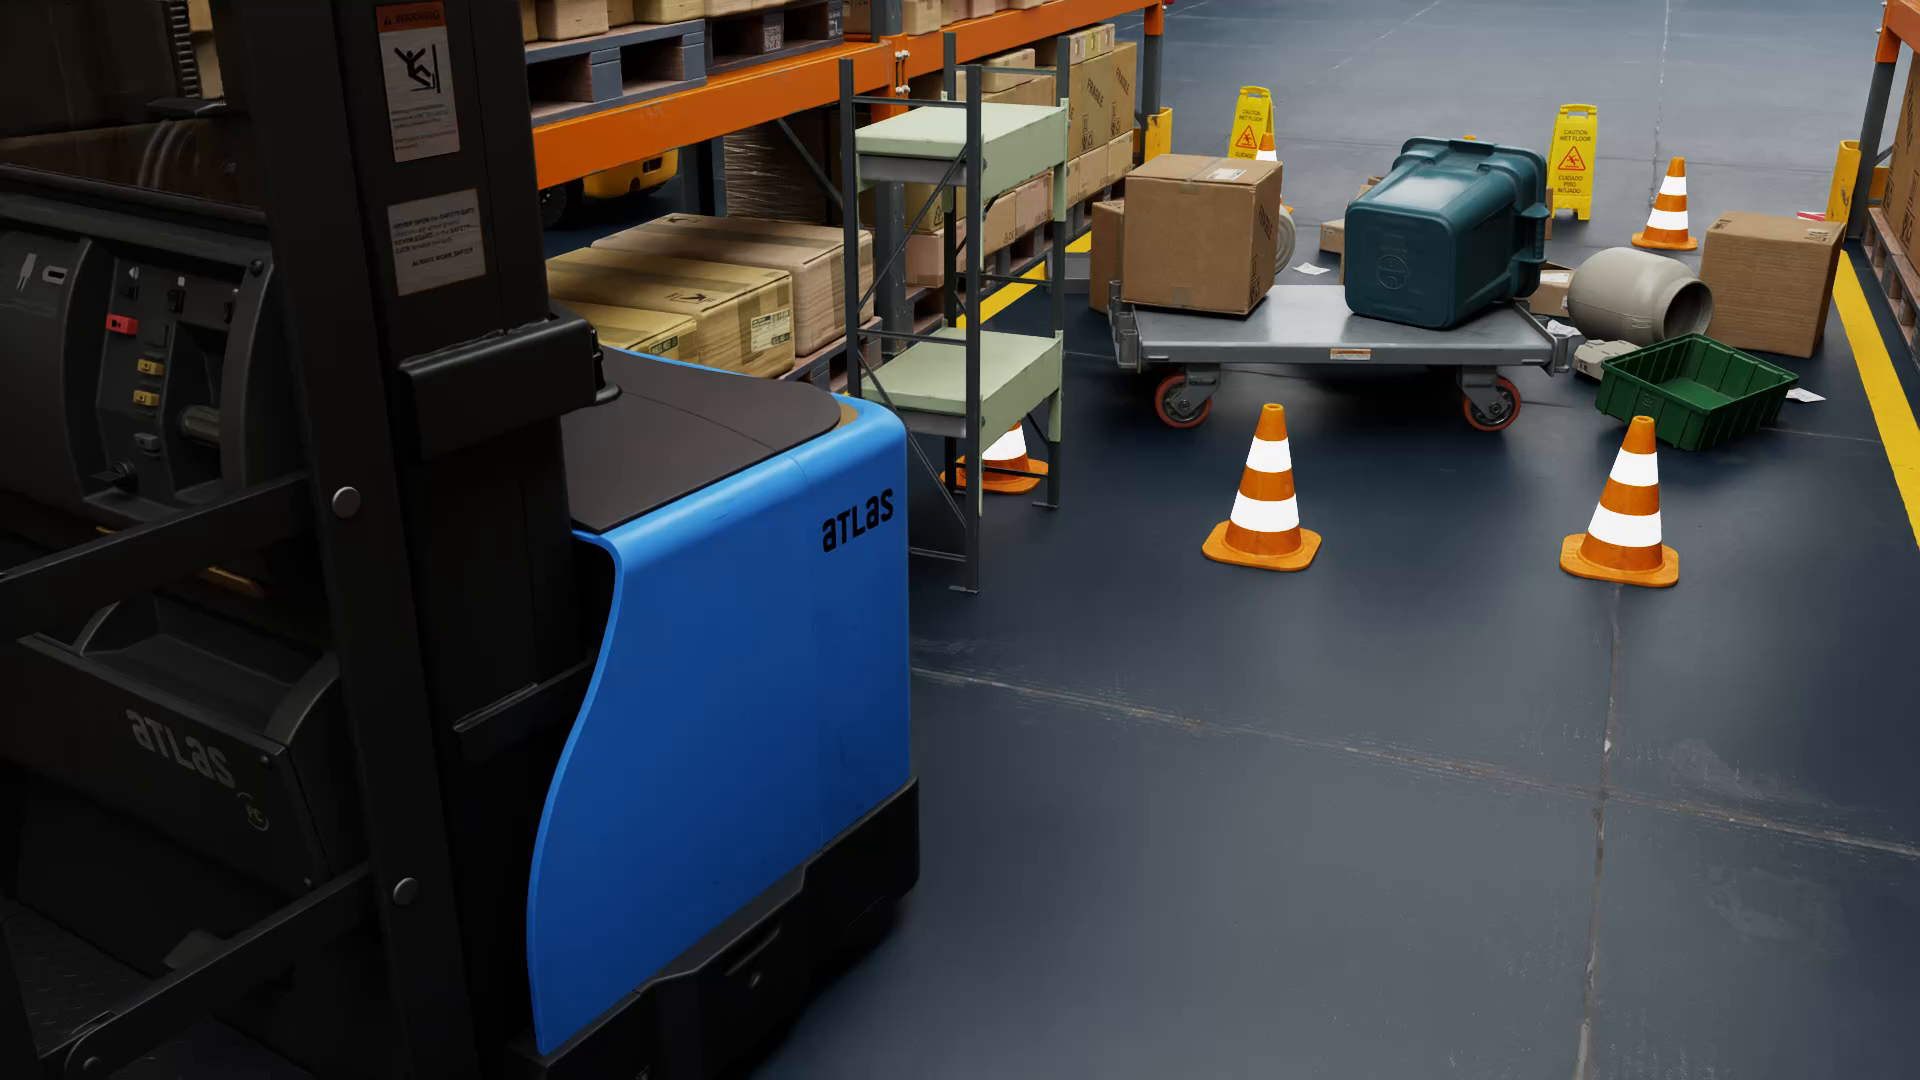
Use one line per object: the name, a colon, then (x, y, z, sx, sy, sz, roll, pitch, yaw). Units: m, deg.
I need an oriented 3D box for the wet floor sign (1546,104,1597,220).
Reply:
wet floor sign: (3.575, -2.220, 9.727, 0.267, 0.644, 0.232, 5, 23, 11)

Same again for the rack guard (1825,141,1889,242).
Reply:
rack guard: (5.412, -1.867, 9.072, 1.175, 0.500, 0.348, 9, 24, 20)

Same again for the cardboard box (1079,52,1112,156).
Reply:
cardboard box: (0.523, -2.445, 9.260, 0.500, 0.500, 0.500, 10, 25, 22)

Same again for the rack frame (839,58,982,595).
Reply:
rack frame: (-0.133, -0.563, 4.653, 0.400, 1.500, 0.023, 9, 24, 20)

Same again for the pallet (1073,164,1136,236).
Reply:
pallet: (0.407, -2.085, 9.968, 1.003, 0.211, 1.213, 9, 24, 20)

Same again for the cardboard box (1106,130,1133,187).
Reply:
cardboard box: (0.710, -2.273, 9.824, 0.500, 0.250, 0.500, 9, 24, 20)

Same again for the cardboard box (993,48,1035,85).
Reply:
cardboard box: (0.142, -2.313, 8.105, 0.380, 0.149, 0.250, 10, 25, 23)

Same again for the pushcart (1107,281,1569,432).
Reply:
pushcart: (1.419, -0.735, 6.520, 1.648, 0.377, 0.936, 1, 23, 2)

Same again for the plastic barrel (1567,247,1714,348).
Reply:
plastic barrel: (2.914, -1.018, 7.137, 0.421, 0.421, 0.512, -12, 25, -26)

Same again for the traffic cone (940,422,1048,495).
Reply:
traffic cone: (0.123, -0.439, 5.700, 0.336, 0.463, 0.334, 9, 24, 20)

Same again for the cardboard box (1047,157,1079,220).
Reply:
cardboard box: (0.330, -1.910, 8.953, 0.500, 0.250, 0.500, 8, 24, 18)

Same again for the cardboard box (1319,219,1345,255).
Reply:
cardboard box: (2.158, -1.611, 8.915, 0.250, 0.149, 0.380, -17, 28, -35)

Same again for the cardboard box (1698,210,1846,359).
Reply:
cardboard box: (3.541, -1.131, 7.306, 0.500, 0.500, 0.500, 13, 26, 29)

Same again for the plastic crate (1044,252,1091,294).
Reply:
plastic crate: (0.628, -1.351, 8.380, 0.402, 0.080, 0.583, 1, 23, 2)

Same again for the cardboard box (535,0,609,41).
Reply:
cardboard box: (-1.264, -1.561, 4.876, 0.380, 0.149, 0.250, 10, 25, 22)

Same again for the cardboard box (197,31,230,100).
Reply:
cardboard box: (-1.773, -1.086, 3.739, 0.380, 0.149, 0.250, 7, 24, 17)

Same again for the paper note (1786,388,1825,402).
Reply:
paper note: (3.326, -0.581, 6.601, 0.147, 0.020, 0.142, -7, 24, -17)

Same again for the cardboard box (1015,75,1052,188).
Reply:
cardboard box: (0.136, -2.075, 8.377, 0.500, 0.500, 0.500, 10, 25, 23)

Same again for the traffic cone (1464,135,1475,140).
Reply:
traffic cone: (2.964, -2.138, 9.769, 0.336, 0.463, 0.334, 9, 24, 20)

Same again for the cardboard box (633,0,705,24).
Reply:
cardboard box: (-1.044, -1.745, 5.316, 0.380, 0.149, 0.250, 9, 24, 20)

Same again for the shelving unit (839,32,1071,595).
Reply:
shelving unit: (0.002, -0.694, 4.967, 0.431, 1.500, 0.755, 9, 24, 20)

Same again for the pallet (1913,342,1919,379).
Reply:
pallet: (4.272, -0.555, 6.305, 1.003, 0.211, 1.213, 9, 24, 20)

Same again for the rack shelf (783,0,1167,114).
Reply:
rack shelf: (0.027, -2.637, 8.605, 1.077, 0.370, 4.000, 9, 24, 20)

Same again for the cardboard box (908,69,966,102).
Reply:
cardboard box: (-0.144, -2.032, 7.432, 0.380, 0.149, 0.250, 9, 24, 21)

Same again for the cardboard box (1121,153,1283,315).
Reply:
cardboard box: (0.947, -1.205, 6.504, 0.500, 0.500, 0.500, 9, 24, 20)

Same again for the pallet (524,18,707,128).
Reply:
pallet: (-1.505, -1.448, 5.073, 1.003, 0.211, 1.213, 9, 24, 20)

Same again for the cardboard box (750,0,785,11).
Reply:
cardboard box: (-0.828, -1.918, 5.732, 0.380, 0.149, 0.250, 8, 24, 19)

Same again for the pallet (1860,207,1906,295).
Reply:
pallet: (5.178, -1.428, 8.395, 1.003, 0.211, 1.213, 9, 24, 20)

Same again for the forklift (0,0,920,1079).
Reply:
forklift: (-1.311, -0.235, 2.010, 1.130, 2.935, 3.031, 14, 27, 30)

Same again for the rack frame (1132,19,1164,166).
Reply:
rack frame: (0.769, -3.685, 10.180, 1.000, 3.000, 0.127, 9, 24, 20)

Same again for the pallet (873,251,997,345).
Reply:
pallet: (-0.500, -1.212, 7.878, 1.003, 0.211, 1.213, 9, 24, 20)

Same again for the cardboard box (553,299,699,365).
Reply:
cardboard box: (-1.429, -0.540, 5.515, 0.950, 0.372, 0.625, 10, 25, 22)

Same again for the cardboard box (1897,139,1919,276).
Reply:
cardboard box: (4.887, -1.658, 7.540, 0.875, 0.875, 0.875, 8, 24, 19)

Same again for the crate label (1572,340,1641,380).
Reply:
crate label: (2.678, -0.729, 6.817, 0.298, 0.136, 0.250, -7, 24, -17)

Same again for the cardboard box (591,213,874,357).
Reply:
cardboard box: (-0.909, -1.047, 6.728, 0.950, 0.372, 0.625, 9, 24, 21)

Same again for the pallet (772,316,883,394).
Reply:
pallet: (-1.004, -0.688, 6.623, 1.003, 0.211, 1.213, 9, 24, 20)

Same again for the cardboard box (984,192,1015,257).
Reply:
cardboard box: (-0.059, -1.544, 8.076, 0.500, 0.250, 0.500, 10, 25, 23)

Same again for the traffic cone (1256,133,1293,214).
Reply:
traffic cone: (1.807, -2.176, 9.858, 0.336, 0.463, 0.334, 9, 24, 20)

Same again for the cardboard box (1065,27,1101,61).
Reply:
cardboard box: (0.544, -2.701, 9.032, 0.380, 0.149, 0.250, 9, 24, 21)

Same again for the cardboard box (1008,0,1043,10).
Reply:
cardboard box: (0.182, -2.661, 8.054, 0.380, 0.149, 0.250, 9, 24, 20)

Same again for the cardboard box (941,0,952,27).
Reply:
cardboard box: (-0.256, -2.302, 7.196, 0.380, 0.149, 0.250, 10, 24, 22)

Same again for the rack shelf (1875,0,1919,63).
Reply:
rack shelf: (4.660, -1.965, 6.995, 1.077, 0.370, 4.000, 9, 24, 20)

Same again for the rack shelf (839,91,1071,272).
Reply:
rack shelf: (0.002, -1.055, 4.816, 0.431, 0.370, 0.720, 9, 24, 20)

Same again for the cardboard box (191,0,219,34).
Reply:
cardboard box: (-1.820, -1.327, 3.475, 0.500, 0.500, 0.500, 8, 24, 19)

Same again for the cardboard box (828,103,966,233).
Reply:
cardboard box: (-0.247, -1.697, 7.470, 0.500, 0.500, 0.500, 10, 25, 23)

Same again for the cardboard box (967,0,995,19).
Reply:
cardboard box: (-0.061, -2.485, 7.633, 0.380, 0.149, 0.250, 10, 25, 22)

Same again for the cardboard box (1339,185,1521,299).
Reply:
cardboard box: (2.128, -1.269, 7.458, 0.797, 0.637, 0.503, 9, 24, 20)

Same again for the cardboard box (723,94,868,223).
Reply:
cardboard box: (-0.746, -1.775, 7.656, 0.500, 0.500, 0.500, 8, 24, 19)
